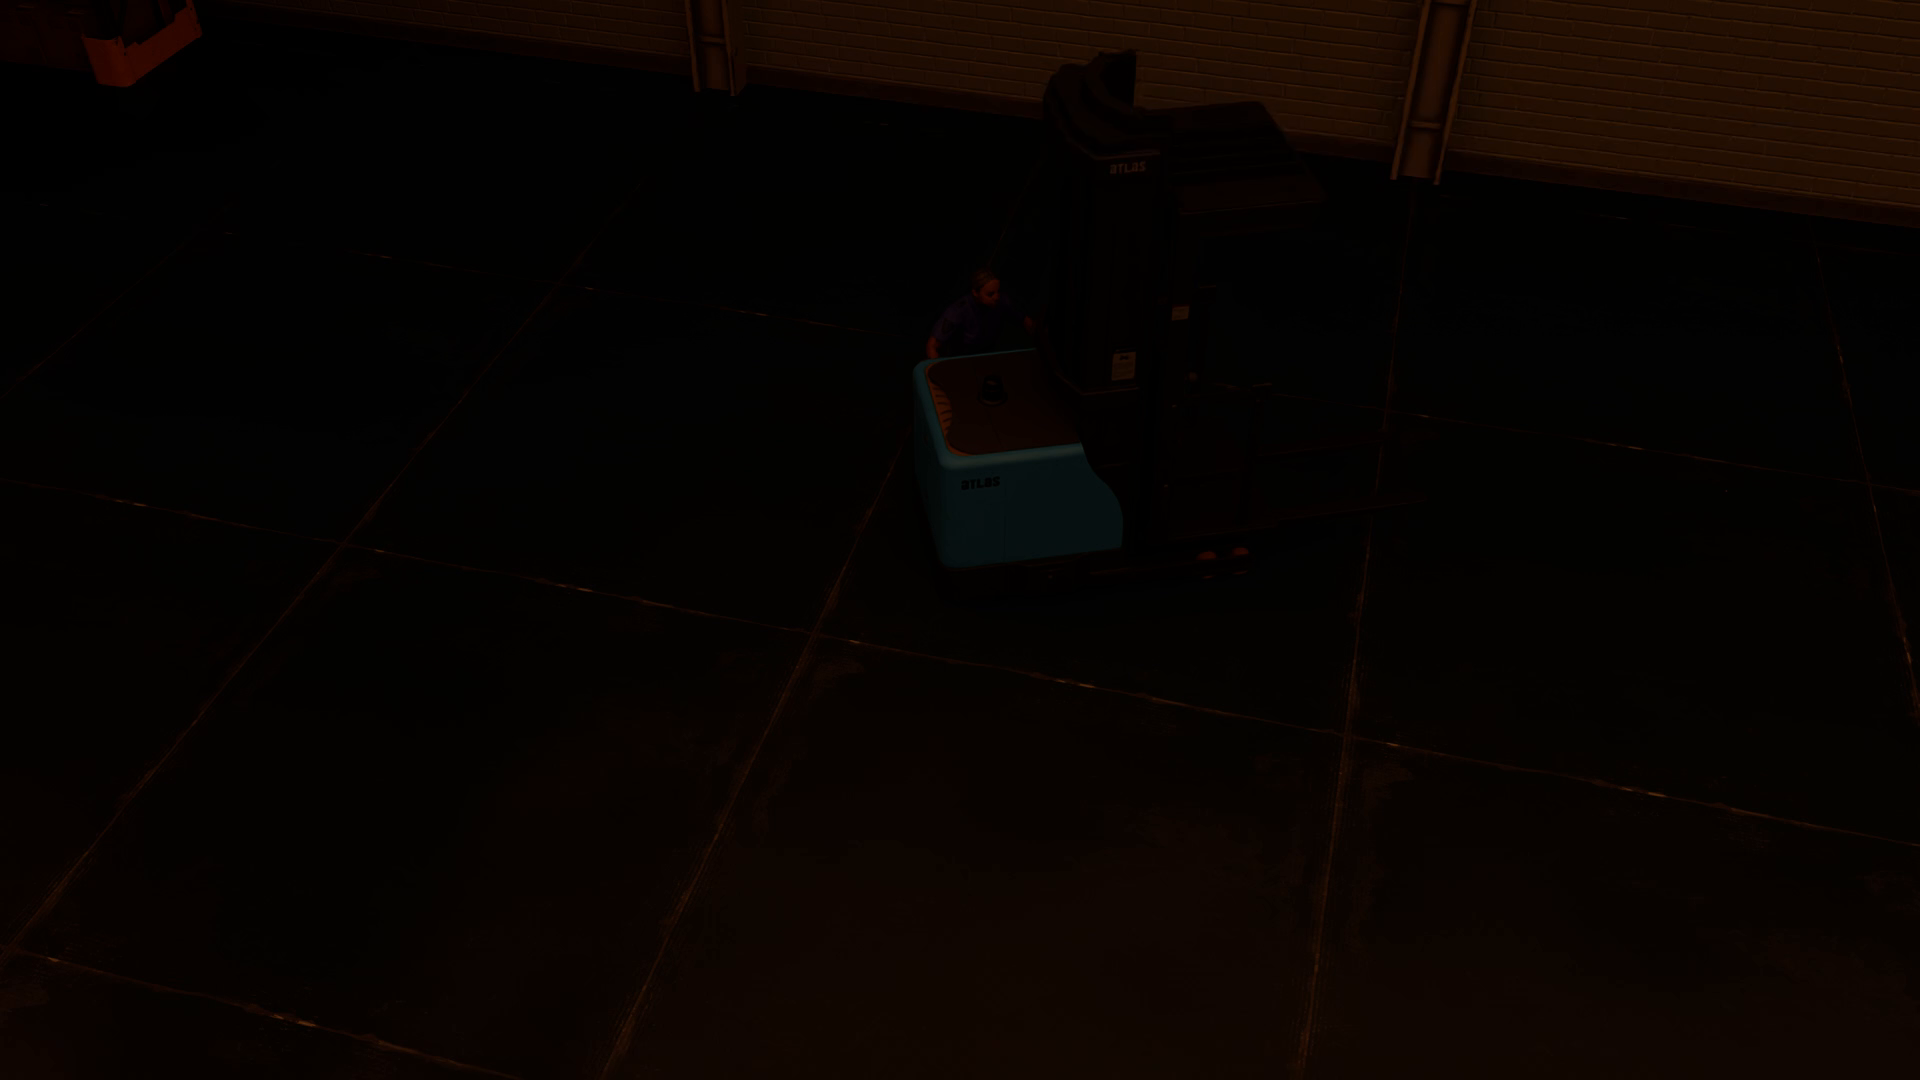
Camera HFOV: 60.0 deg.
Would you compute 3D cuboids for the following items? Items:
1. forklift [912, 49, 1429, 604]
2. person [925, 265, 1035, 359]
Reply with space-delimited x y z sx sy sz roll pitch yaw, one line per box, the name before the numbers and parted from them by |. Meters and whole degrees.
forklift | 1.279 -1.210 9.241 3.031 2.935 1.130 -7 42 -8
person | 0.241 -0.940 10.059 0.778 1.429 0.797 32 51 31
